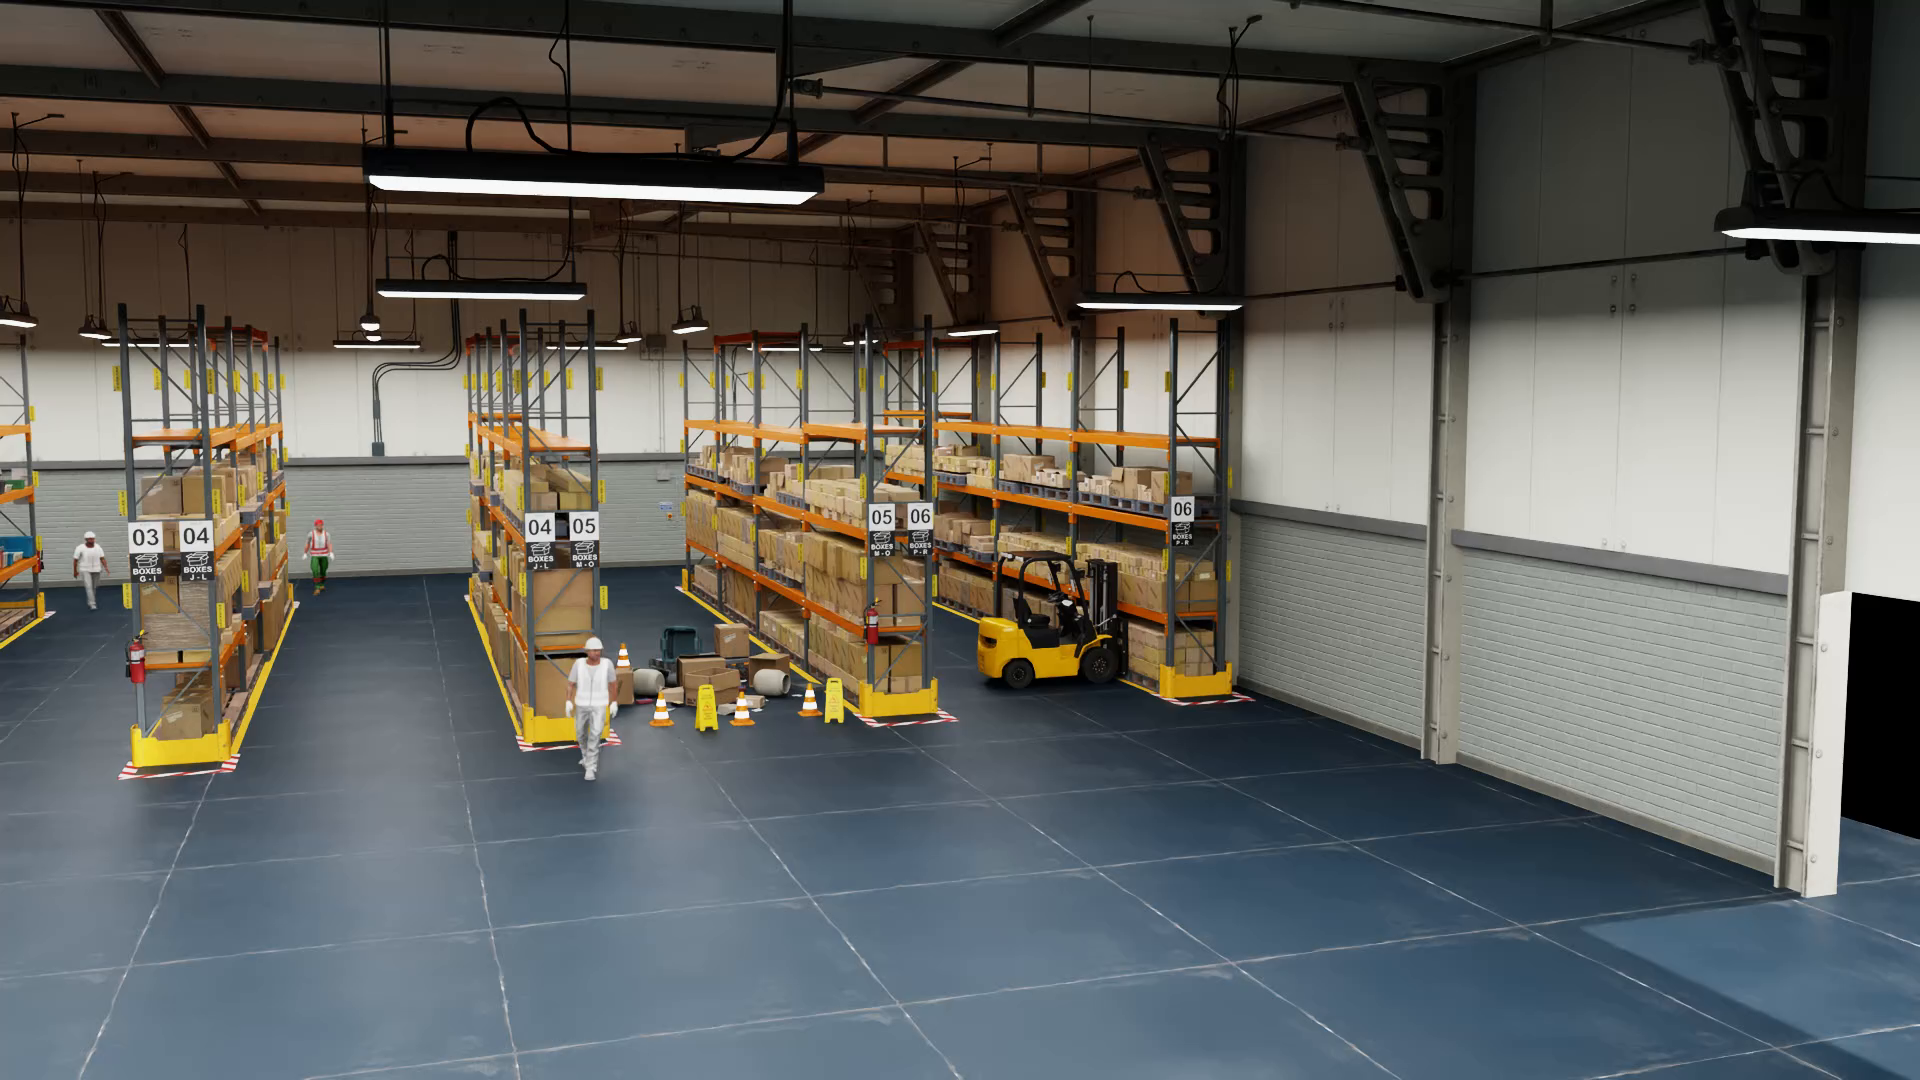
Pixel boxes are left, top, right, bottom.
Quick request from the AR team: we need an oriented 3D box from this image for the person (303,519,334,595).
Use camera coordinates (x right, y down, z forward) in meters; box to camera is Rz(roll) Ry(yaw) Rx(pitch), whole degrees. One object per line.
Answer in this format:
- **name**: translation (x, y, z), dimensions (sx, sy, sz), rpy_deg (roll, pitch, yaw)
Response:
- **person**: translation (-15.196, 0.376, 39.396), dimensions (0.663, 1.738, 1.025), rpy_deg (-3, 6, -28)

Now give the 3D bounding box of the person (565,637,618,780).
- **person**: translation (-4.711, 2.120, 21.266), dimensions (0.646, 1.757, 0.886), rpy_deg (-1, 6, -10)

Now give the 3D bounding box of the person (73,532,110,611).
- **person**: translation (-19.100, 0.668, 36.568), dimensions (0.663, 1.708, 1.088), rpy_deg (-5, 7, -41)
